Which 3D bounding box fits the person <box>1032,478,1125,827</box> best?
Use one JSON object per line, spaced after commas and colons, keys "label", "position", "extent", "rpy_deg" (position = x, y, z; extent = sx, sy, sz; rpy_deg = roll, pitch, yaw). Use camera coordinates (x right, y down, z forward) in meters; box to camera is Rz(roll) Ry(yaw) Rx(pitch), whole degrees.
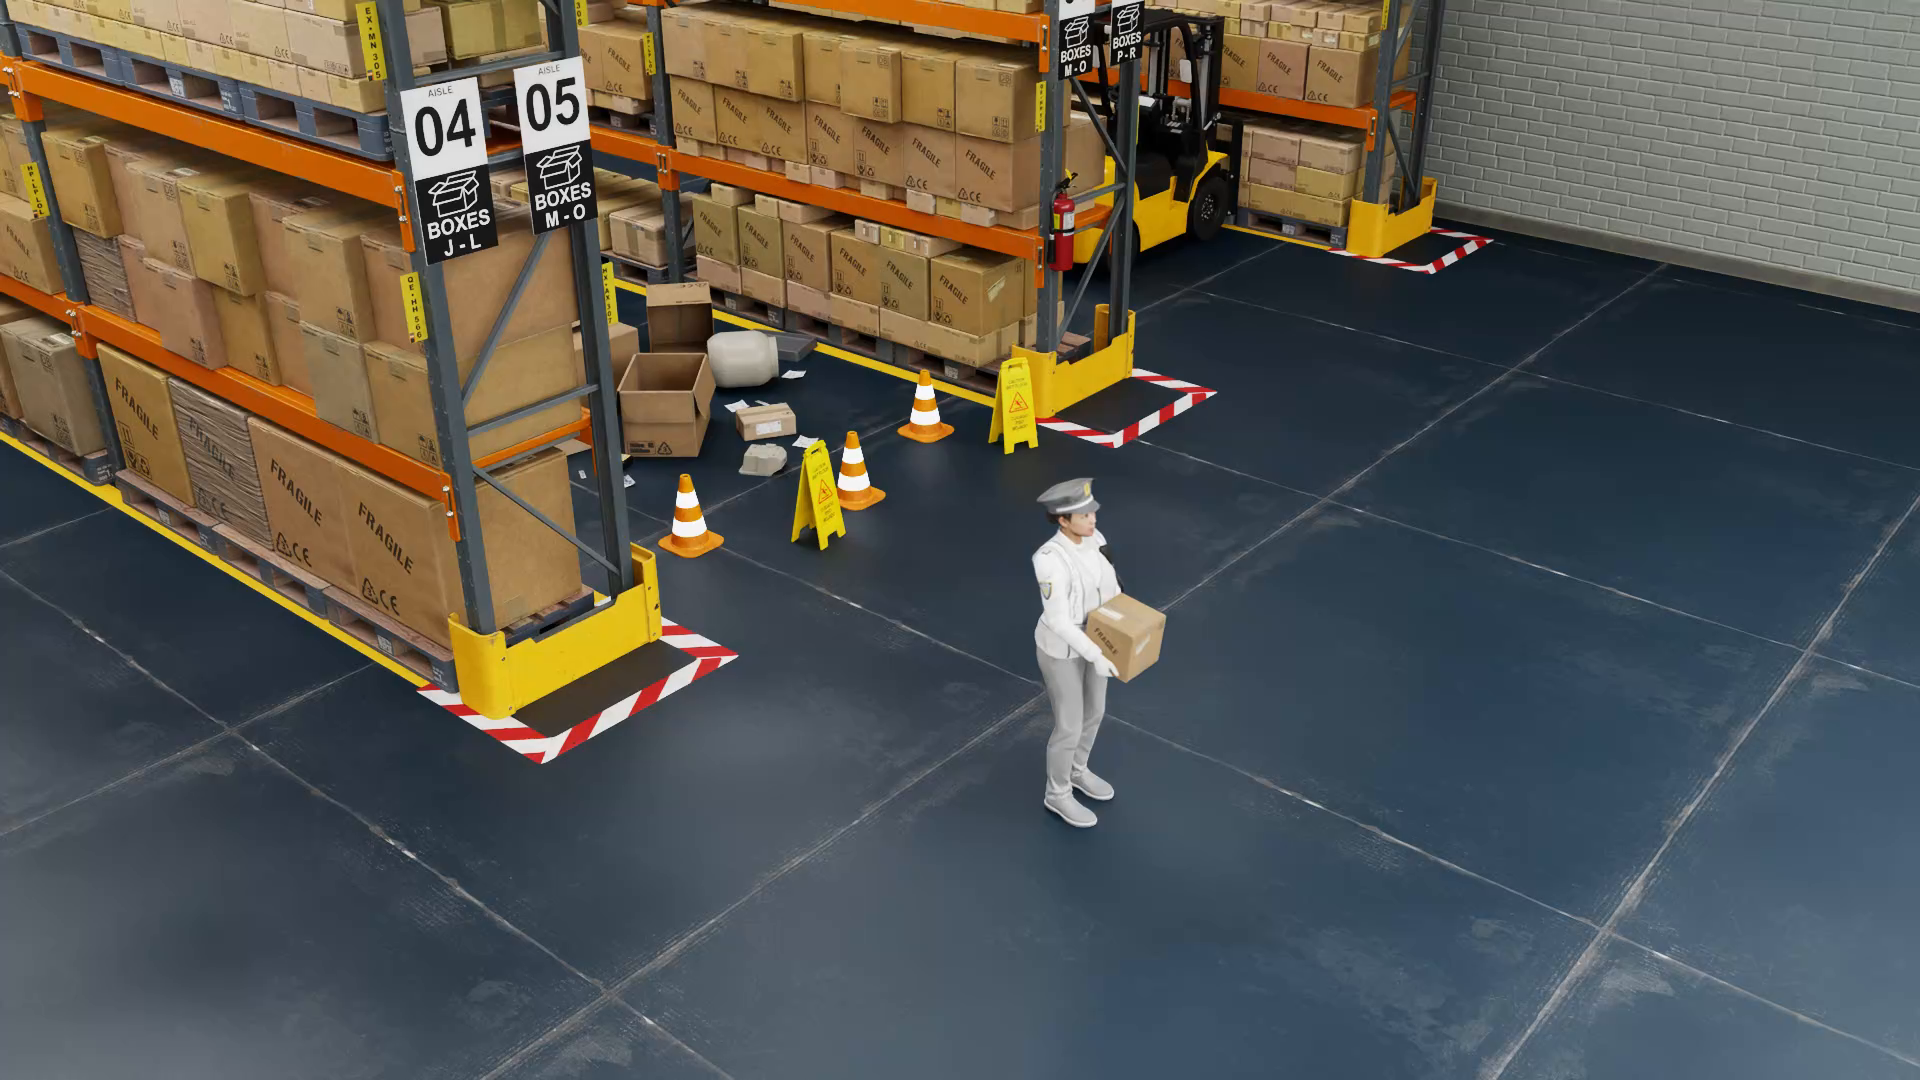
{"label": "person", "position": [0.578, 0.520, 7.599], "extent": [0.546, 1.687, 0.459], "rpy_deg": [22, 34, 35]}
